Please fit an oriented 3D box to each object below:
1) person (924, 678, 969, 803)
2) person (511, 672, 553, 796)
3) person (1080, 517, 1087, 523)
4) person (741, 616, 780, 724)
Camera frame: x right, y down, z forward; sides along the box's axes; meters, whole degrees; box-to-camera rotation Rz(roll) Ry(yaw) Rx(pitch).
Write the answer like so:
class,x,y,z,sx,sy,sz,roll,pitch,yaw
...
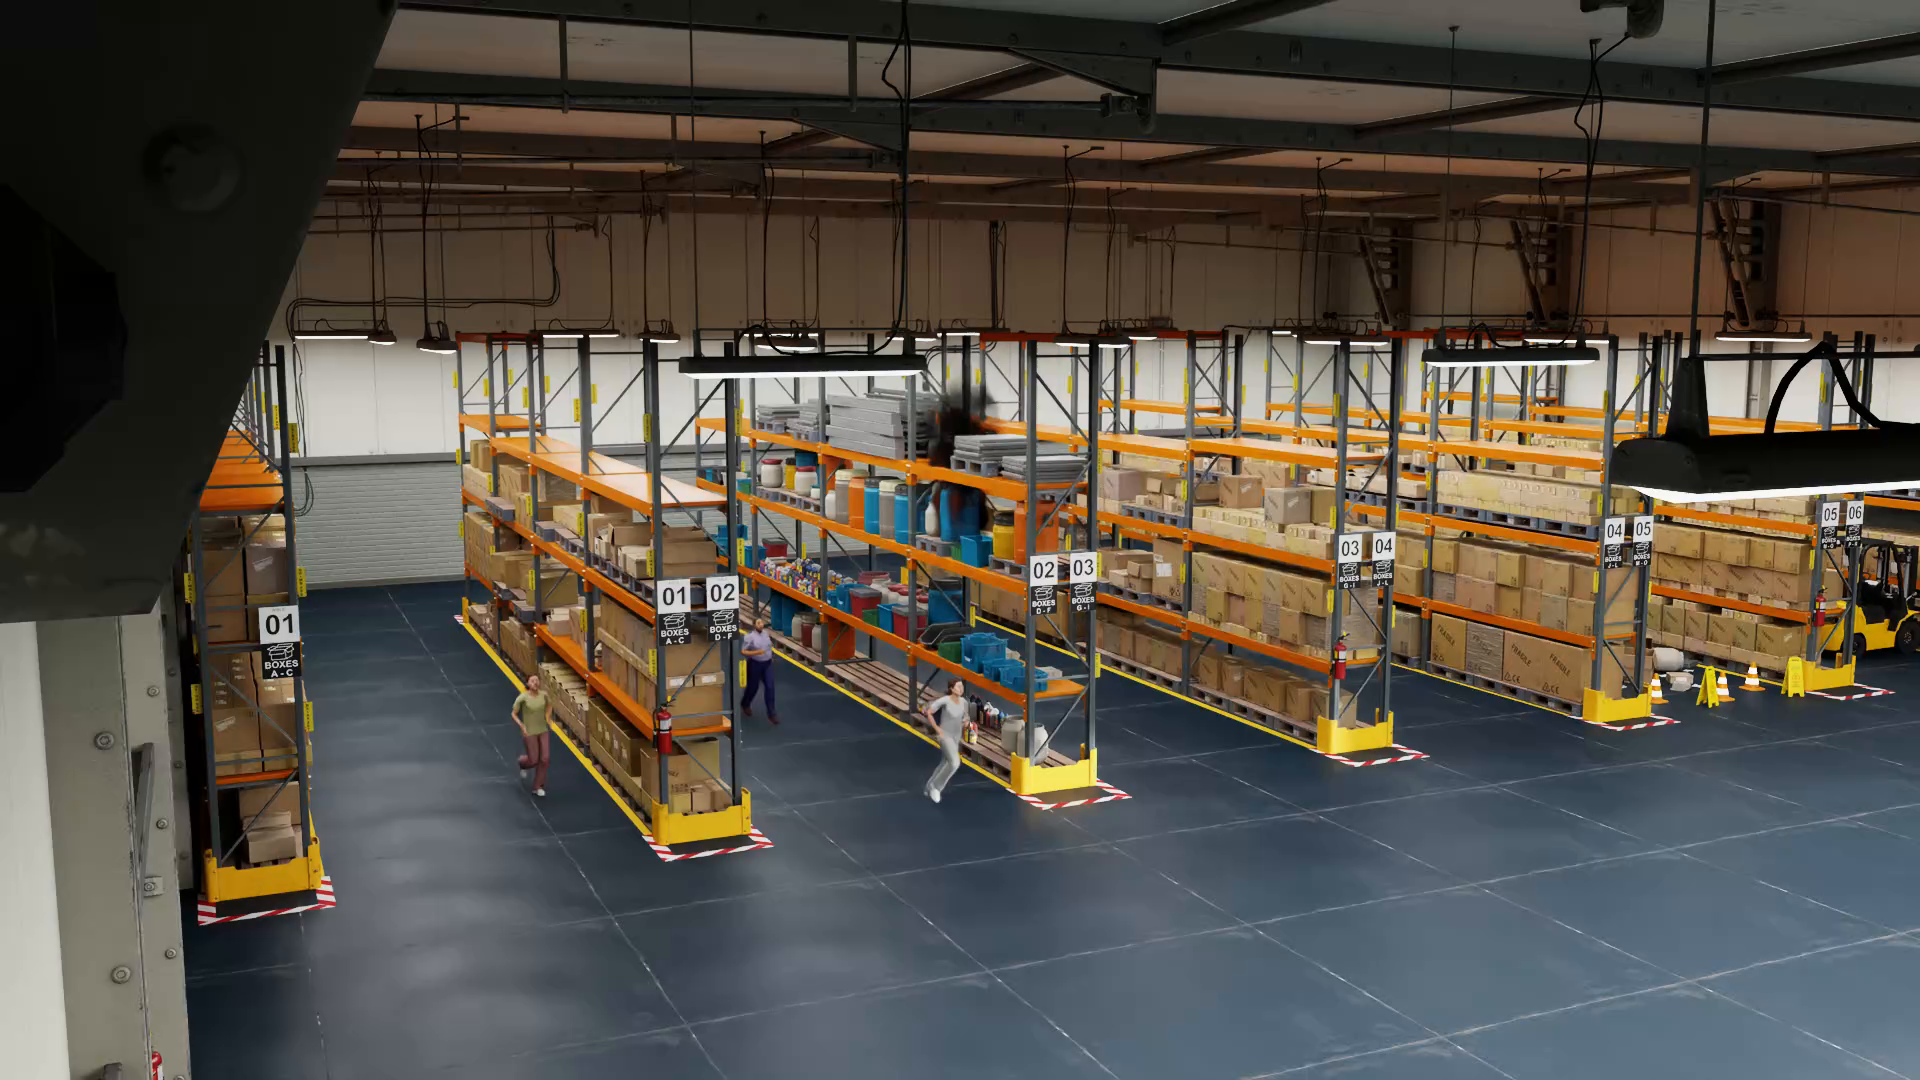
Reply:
class,x,y,z,sx,sy,sz,roll,pitch,yaw
person,-0.138,2.598,21.799,0.600,1.617,0.625,-7,11,-43
person,-5.662,2.556,22.124,0.579,1.628,0.677,-6,10,-36
person,2.834,0.318,38.643,0.590,1.683,0.775,-3,8,-20
person,-3.127,1.998,25.929,0.602,1.645,0.913,-5,9,-35
